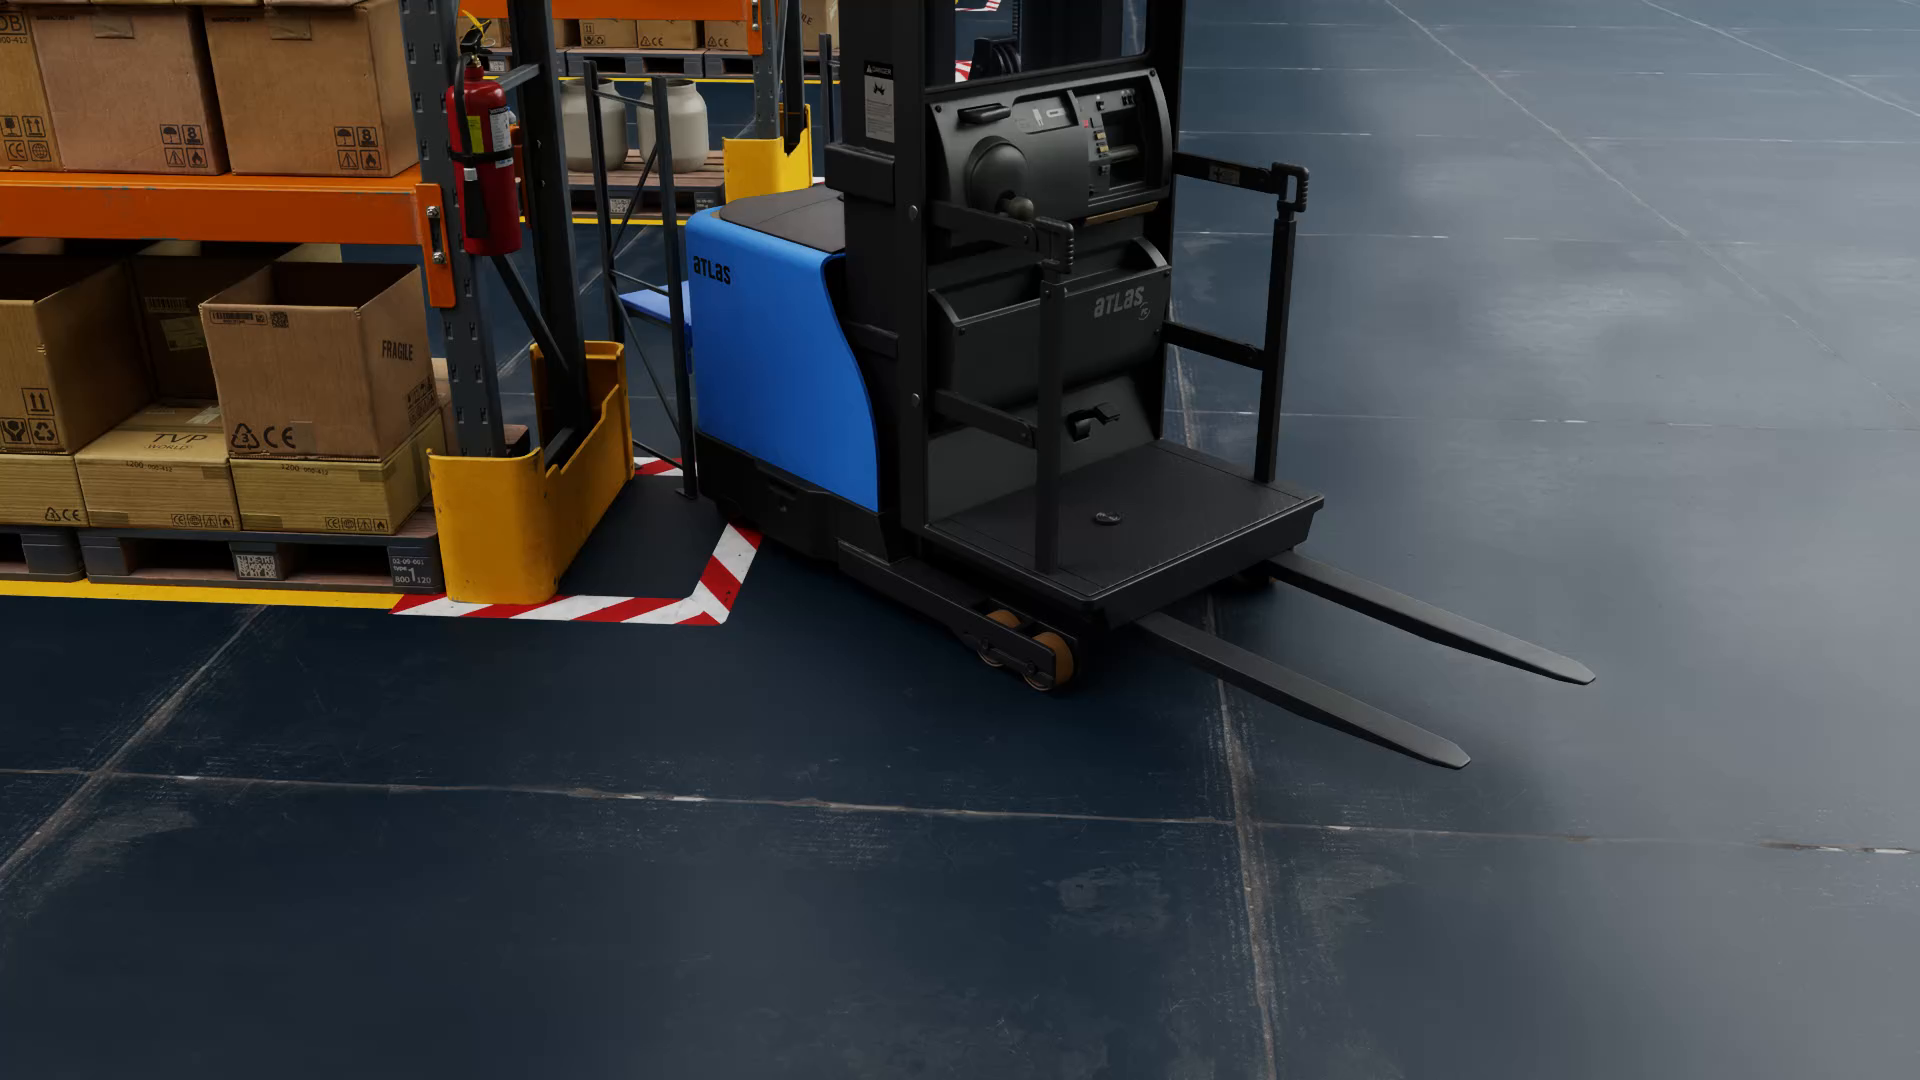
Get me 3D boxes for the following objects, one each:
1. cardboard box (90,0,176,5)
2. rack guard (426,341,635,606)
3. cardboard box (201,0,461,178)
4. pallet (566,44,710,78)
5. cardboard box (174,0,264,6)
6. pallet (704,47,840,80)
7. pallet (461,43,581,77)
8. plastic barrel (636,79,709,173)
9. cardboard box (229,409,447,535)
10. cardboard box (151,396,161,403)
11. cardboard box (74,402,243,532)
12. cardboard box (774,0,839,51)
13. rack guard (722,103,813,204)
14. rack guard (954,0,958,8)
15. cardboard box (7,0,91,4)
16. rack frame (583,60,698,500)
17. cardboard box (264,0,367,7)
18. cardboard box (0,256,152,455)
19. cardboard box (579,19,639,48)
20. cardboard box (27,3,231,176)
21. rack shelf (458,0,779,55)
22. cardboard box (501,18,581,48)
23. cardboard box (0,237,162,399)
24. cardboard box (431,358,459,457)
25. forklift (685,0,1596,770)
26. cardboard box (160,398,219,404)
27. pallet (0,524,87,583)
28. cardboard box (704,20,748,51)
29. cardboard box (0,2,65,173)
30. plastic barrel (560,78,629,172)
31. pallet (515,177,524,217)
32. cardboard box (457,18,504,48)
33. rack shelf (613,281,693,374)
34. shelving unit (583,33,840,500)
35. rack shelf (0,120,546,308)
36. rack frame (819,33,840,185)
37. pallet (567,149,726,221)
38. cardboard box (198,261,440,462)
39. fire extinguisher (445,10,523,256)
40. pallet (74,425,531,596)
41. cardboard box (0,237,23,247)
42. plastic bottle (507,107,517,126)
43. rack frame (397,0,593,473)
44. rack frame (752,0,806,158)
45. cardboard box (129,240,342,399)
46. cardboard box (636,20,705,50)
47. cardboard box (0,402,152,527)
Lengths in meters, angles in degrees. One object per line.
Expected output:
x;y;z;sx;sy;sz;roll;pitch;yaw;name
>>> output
-2.379;-1.691;4.941;0.250;0.149;0.380;1;25;3;cardboard box
-1.443;-0.266;5.730;0.348;0.500;1.175;2;25;4;rack guard
-1.931;-1.468;5.232;0.500;0.500;0.700;2;25;4;cardboard box
-2.801;-4.347;14.946;1.213;0.211;1.003;2;25;4;pallet
-2.124;-1.683;4.923;0.250;0.149;0.380;2;25;5;cardboard box
-1.588;-4.307;14.858;1.213;0.211;1.003;2;25;4;pallet
-4.021;-4.385;15.028;1.213;0.211;1.003;2;25;4;pallet
-1.746;-2.516;10.104;0.421;0.512;0.421;0;25;0;plastic barrel
-2.024;-0.238;5.466;0.500;0.250;0.500;2;25;4;cardboard box
-2.982;-0.484;6.001;0.500;0.250;0.500;2;25;4;cardboard box
-2.524;-0.249;5.490;0.500;0.250;0.500;2;25;4;cardboard box
-1.326;-4.613;14.675;0.500;0.500;0.500;6;25;14;cardboard box
-1.163;-2.314;10.180;0.348;0.500;1.175;2;25;4;rack guard
-0.200;-6.459;19.188;0.348;0.500;1.175;2;25;4;rack guard
-2.629;-1.700;4.961;0.250;0.149;0.380;2;25;5;cardboard box
-1.135;-0.910;5.927;0.032;1.500;0.500;-20;31;-36;rack frame
-1.862;-1.675;4.906;0.250;0.149;0.380;1;25;3;cardboard box
-3.023;-0.604;5.363;0.500;0.500;0.500;2;25;4;cardboard box
-3.101;-4.682;14.825;0.500;0.500;0.500;0;25;-1;cardboard box
-2.455;-1.483;5.264;0.500;0.500;0.700;2;25;5;cardboard box
-3.078;-3.204;9.985;4.000;0.370;1.077;2;25;4;rack shelf
-3.726;-4.669;14.797;0.500;0.500;0.500;10;27;21;cardboard box
-2.983;-0.820;5.834;0.500;0.500;0.500;2;25;4;cardboard box
-1.985;-0.454;5.935;0.500;0.250;0.500;2;25;4;cardboard box
0.426;-1.137;4.715;1.130;2.935;3.031;-21;32;-38;forklift
-2.483;-0.468;5.966;0.500;0.250;0.500;2;25;4;cardboard box
-3.446;-0.183;5.894;1.213;0.211;1.003;2;25;4;pallet
-1.925;-4.618;14.685;0.500;0.500;0.500;8;26;18;cardboard box
-2.950;-1.501;5.304;0.500;0.500;0.700;2;25;4;cardboard box
-2.246;-2.532;10.139;0.421;0.512;0.421;0;25;0;plastic barrel
-3.186;-2.251;10.389;1.213;0.211;1.003;2;25;4;pallet
-4.297;-4.685;14.830;0.500;0.500;0.500;1;25;2;cardboard box
-0.749;-0.884;6.303;1.000;0.185;0.538;-20;31;-36;rack shelf
-0.750;-1.048;6.229;1.048;1.500;0.538;-20;31;-36;shelving unit
-3.461;-1.139;5.498;4.000;0.370;1.077;2;25;4;rack shelf
-0.365;-1.187;6.530;0.032;1.500;0.500;-20;31;-36;rack frame
-1.973;-2.211;10.302;1.213;0.211;1.003;2;25;4;pallet
-2.024;-0.578;5.307;0.500;0.500;0.500;2;25;4;cardboard box
-1.385;-1.170;4.796;0.183;0.674;0.296;2;25;4;fire extinguisher
-2.233;-0.143;5.807;1.213;0.211;1.003;2;25;4;pallet
-3.480;-0.844;5.885;0.500;0.500;0.500;2;25;4;cardboard box
-2.868;-2.615;10.582;0.097;0.271;0.097;0;25;0;plastic bottle
-1.467;-1.402;5.209;0.127;3.000;1.000;2;25;4;rack frame
-1.084;-3.467;9.695;0.127;3.000;1.000;2;25;4;rack frame
-2.483;-0.810;5.811;0.500;0.500;0.500;2;25;4;cardboard box
-2.548;-4.646;14.746;0.500;0.500;0.500;4;25;9;cardboard box
-3.022;-0.264;5.523;0.500;0.250;0.500;2;25;4;cardboard box
